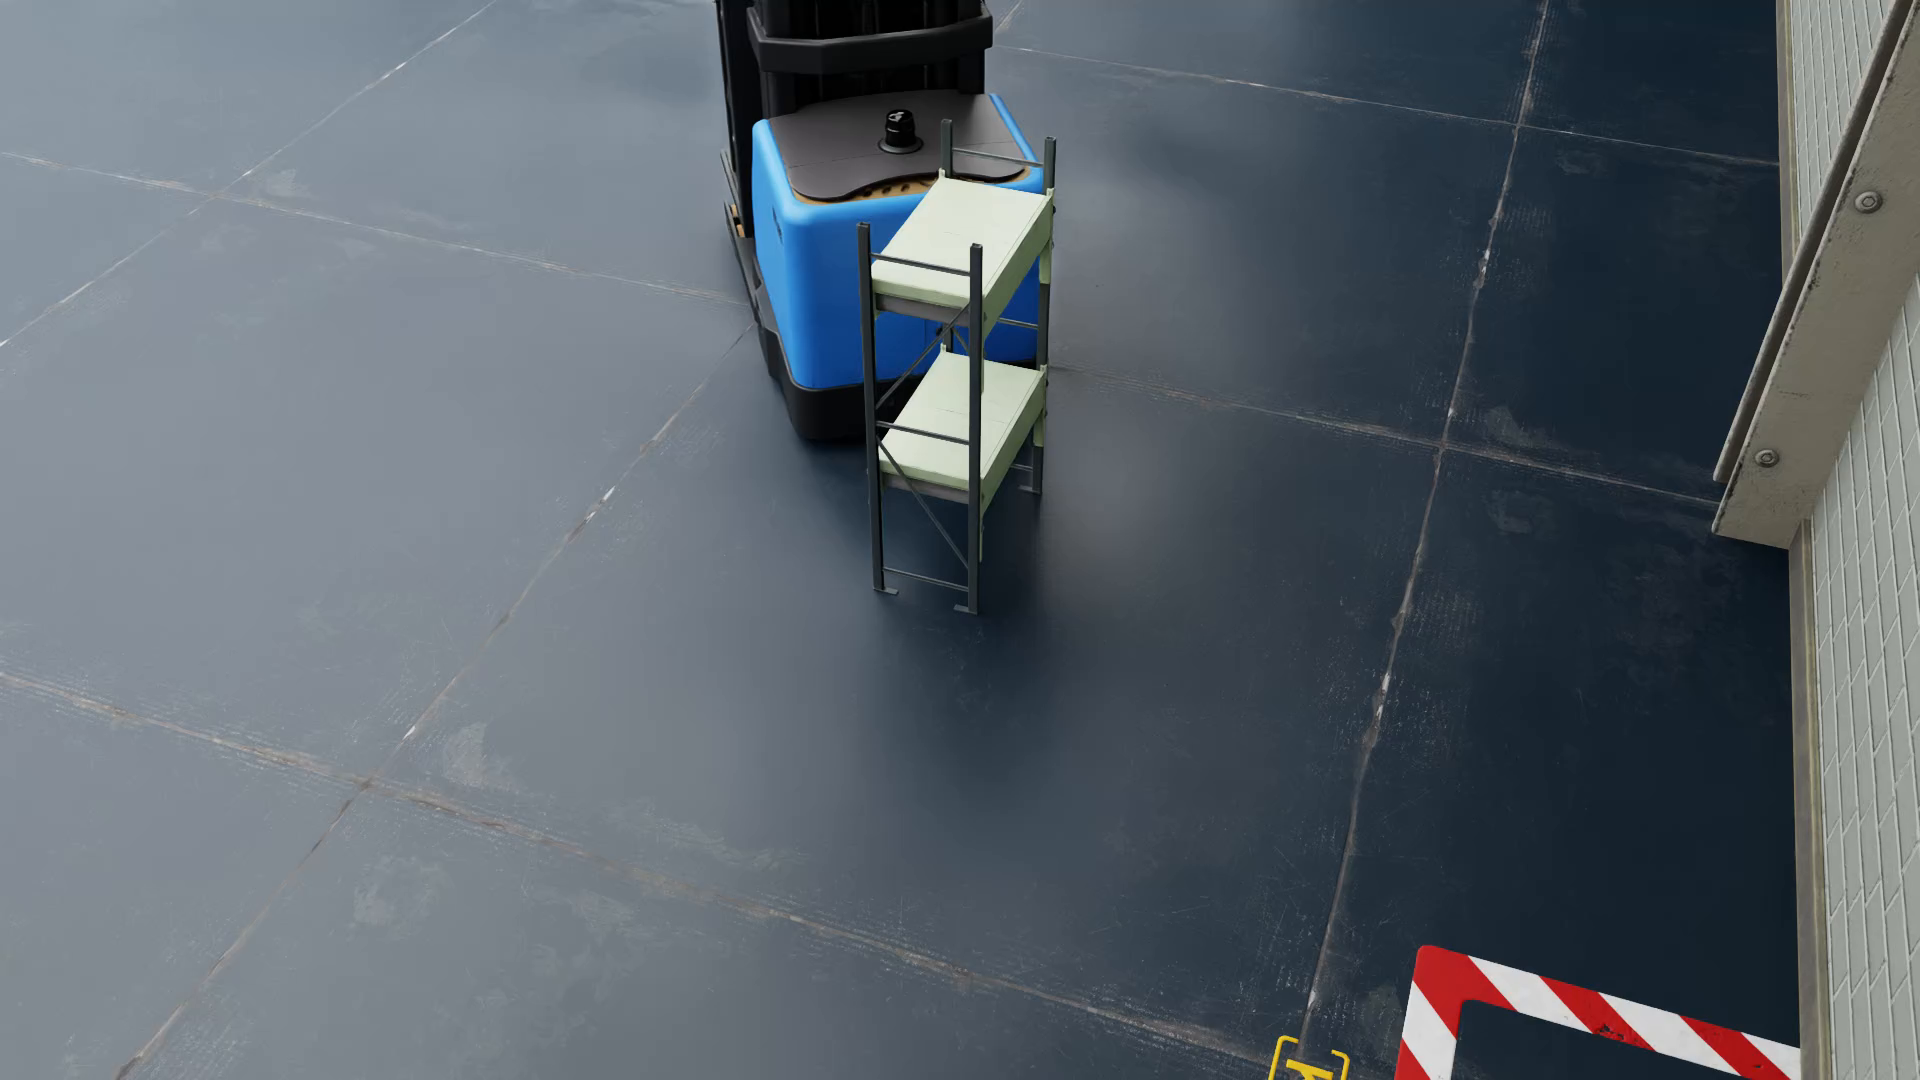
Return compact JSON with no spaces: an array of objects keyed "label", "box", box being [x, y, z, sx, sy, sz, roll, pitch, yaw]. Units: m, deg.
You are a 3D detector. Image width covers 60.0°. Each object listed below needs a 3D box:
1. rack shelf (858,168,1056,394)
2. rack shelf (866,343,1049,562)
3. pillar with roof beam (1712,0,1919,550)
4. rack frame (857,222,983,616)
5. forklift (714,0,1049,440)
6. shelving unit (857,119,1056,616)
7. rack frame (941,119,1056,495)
[{"label":"rack shelf","box":[0.002,-0.872,5.515,0.431,0.370,0.720,13,42,15]},{"label":"rack shelf","box":[0.002,-0.327,5.980,0.431,0.370,0.720,13,42,15]},{"label":"pillar with roof beam","box":[-0.993,-4.491,4.580,9.100,9.000,0.400,13,42,15]},{"label":"rack frame","box":[-0.123,-0.351,5.506,0.400,1.500,0.023,13,42,15]},{"label":"forklift","box":[-0.494,-2.477,6.895,1.130,2.935,3.031,-9,41,-11]},{"label":"shelving unit","box":[0.002,-0.575,5.768,0.431,1.500,0.755,13,42,15]},{"label":"rack frame","box":[0.127,-0.798,6.030,0.400,1.500,0.023,13,42,15]}]
